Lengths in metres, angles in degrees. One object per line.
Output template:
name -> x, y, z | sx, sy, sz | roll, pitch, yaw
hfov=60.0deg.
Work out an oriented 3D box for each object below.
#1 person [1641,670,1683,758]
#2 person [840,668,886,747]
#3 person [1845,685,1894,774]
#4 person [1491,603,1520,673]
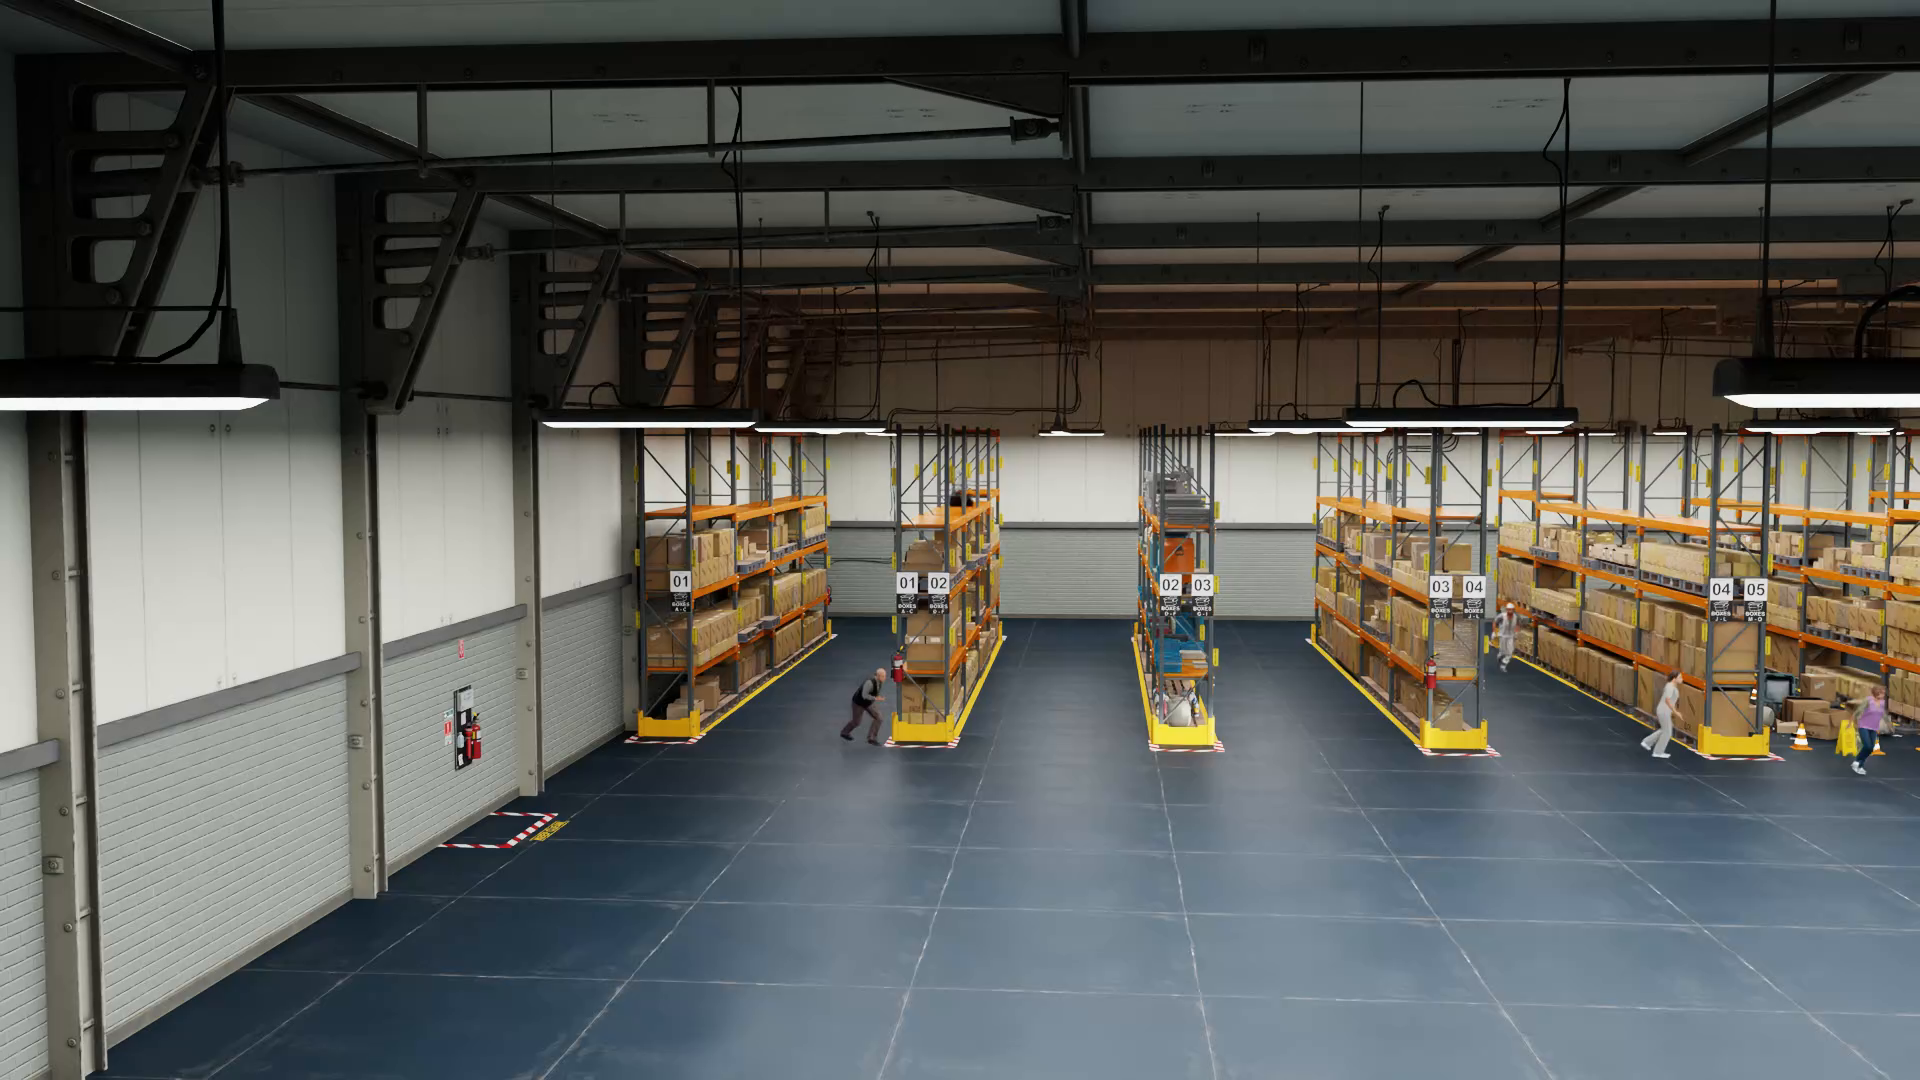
person -> 12.618, 3.106, 29.854 | 0.728, 1.599, 0.538 | 2, 4, 31
person -> -1.829, 3.109, 31.019 | 1.123, 1.490, 0.648 | 2, 4, 31
person -> 15.497, 3.241, 28.308 | 0.545, 1.548, 0.611 | -1, 4, -14
person -> 13.391, 2.389, 40.782 | 0.648, 1.715, 0.705 | -1, 4, -10
